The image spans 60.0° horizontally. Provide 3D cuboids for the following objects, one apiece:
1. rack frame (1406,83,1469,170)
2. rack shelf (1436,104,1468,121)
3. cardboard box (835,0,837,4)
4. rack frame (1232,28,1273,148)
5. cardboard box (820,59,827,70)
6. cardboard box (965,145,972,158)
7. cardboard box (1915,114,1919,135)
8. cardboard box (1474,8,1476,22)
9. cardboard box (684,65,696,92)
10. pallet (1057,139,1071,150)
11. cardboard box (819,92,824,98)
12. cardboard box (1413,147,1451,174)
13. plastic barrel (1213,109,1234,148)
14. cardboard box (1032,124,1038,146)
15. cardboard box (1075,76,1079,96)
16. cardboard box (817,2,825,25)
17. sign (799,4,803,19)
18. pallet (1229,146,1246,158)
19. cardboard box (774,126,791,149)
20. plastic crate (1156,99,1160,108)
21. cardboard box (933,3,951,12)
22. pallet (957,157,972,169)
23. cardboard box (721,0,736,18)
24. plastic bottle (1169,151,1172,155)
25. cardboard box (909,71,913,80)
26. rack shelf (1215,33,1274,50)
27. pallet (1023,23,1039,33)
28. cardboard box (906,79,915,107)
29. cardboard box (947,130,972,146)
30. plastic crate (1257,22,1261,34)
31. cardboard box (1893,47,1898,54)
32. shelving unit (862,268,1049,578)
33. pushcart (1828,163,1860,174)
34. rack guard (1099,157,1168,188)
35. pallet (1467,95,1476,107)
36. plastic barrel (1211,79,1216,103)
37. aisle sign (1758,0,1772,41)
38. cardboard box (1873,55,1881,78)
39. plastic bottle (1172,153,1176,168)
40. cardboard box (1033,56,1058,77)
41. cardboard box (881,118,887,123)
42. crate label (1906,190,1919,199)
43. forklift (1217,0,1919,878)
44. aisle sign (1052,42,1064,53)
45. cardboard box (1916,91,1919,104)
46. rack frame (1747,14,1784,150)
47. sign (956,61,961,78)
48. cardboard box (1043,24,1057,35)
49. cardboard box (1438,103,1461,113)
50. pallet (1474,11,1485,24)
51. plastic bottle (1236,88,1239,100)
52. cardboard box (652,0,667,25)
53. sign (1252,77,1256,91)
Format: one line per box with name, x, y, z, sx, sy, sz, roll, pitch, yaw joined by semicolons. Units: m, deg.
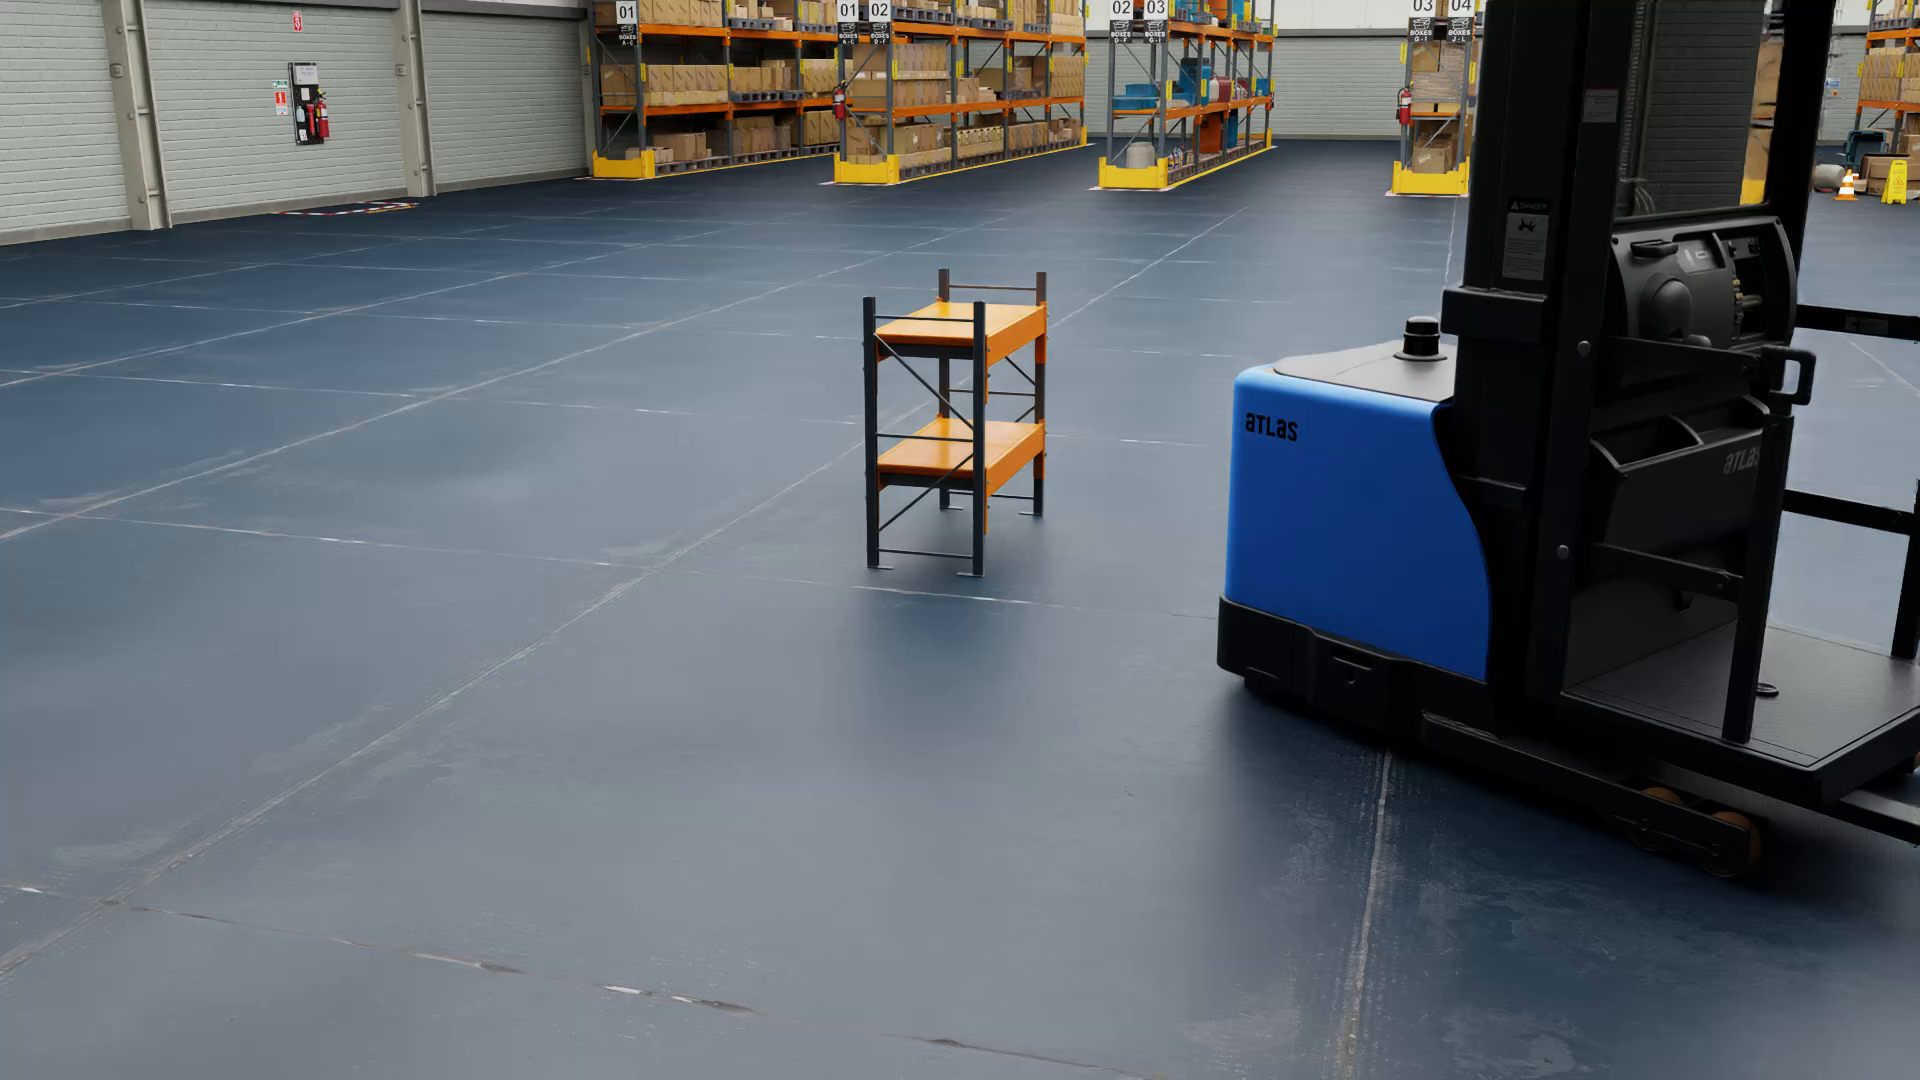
rack frame;8.936;-8.269;30.984;1.000;3.000;0.127;5;16;16
rack shelf;9.505;-8.446;32.927;1.077;0.370;4.000;5;16;16
cardboard box;-3.063;-13.697;42.572;0.500;0.500;0.500;4;16;15
rack frame;7.598;-11.792;43.407;1.000;3.000;0.127;5;16;16
cardboard box;-3.508;-11.400;39.884;0.500;0.250;0.500;5;17;16
cardboard box;-0.062;-8.137;34.790;0.500;0.250;0.500;5;17;17
cardboard box;20.362;-8.368;34.458;0.875;0.875;0.875;5;17;17
cardboard box;9.057;-9.500;30.104;0.500;0.250;0.500;5;17;18
cardboard box;-5.586;-9.174;33.039;0.500;0.500;0.500;5;17;18
pallet;2.254;-10.289;43.218;1.003;0.211;1.213;5;16;16
cardboard box;-3.520;-10.763;40.203;0.380;0.149;0.250;5;17;17
cardboard box;7.993;-6.384;28.150;0.500;0.500;0.500;8;18;26
plastic barrel;6.089;-9.612;38.796;0.600;0.901;0.708;5;16;16
cardboard box;1.556;-9.729;39.907;0.500;0.500;0.500;5;17;17
cardboard box;2.839;-11.951;43.784;0.500;0.500;0.500;5;17;16
cardboard box;-3.693;-12.718;40.186;0.700;0.500;0.500;5;16;16
sign;-3.655;-12.117;38.107;0.100;0.325;0.005;5;16;16
pallet;6.202;-9.206;39.398;1.003;0.211;1.213;5;16;16
cardboard box;-4.329;-9.284;38.339;0.700;0.500;0.500;5;17;17
plastic crate;3.531;-8.218;31.193;0.450;0.188;0.662;5;16;16
cardboard box;-0.376;-10.771;33.816;0.500;0.250;0.500;6;17;22
pallet;-0.388;-7.892;34.767;1.003;0.211;1.213;5;16;16
cardboard box;-5.079;-11.251;35.049;0.500;0.500;0.500;7;17;24
plastic bottle;3.982;-7.198;31.381;0.061;0.283;0.133;5;16;16
cardboard box;-1.087;-8.708;31.160;0.380;0.149;0.250;4;16;14
rack shelf;7.029;-12.366;41.251;1.077;0.370;4.000;5;16;16
pallet;1.169;-12.047;39.152;1.213;0.211;1.003;5;16;16
cardboard box;-1.261;-8.428;31.362;0.700;0.500;0.500;5;17;16
cardboard box;-0.057;-8.406;34.711;0.500;0.311;0.500;4;16;15
plastic crate;7.077;-12.430;40.397;0.497;0.269;0.590;5;16;16
cardboard box;20.844;-10.801;36.707;0.380;0.149;0.250;4;16;15
shelving unit;0.002;-0.543;7.182;0.538;1.125;1.048;5;16;16
pushcart;16.238;-6.402;29.210;1.648;0.377;0.936;-1;16;-3
rack guard;3.027;-6.427;29.073;1.175;0.500;0.348;5;16;16
pallet;9.293;-8.365;31.676;1.003;0.211;1.213;5;16;16
plastic barrel;5.117;-9.357;34.617;0.421;0.512;0.421;0;16;0
aisle sign;12.219;-8.066;25.508;0.394;0.787;0.004;5;16;16
cardboard box;21.160;-10.794;37.873;0.500;0.500;0.500;4;16;15
plastic bottle;3.947;-7.019;30.751;0.061;0.283;0.133;5;17;17
cardboard box;2.117;-11.761;41.283;0.500;0.500;0.500;5;17;17
cardboard box;-2.288;-11.107;44.801;0.700;0.500;0.500;4;16;14
crate label;15.190;-5.497;26.457;0.250;0.136;0.298;-4;16;-13
forklift;2.183;-0.697;4.415;1.130;2.935;3.031;-13;20;-37
aisle sign;2.588;-13.469;44.553;0.394;0.787;0.004;5;16;16
cardboard box;19.876;-9.028;33.936;0.500;0.250;0.500;4;16;15
rack frame;12.526;-6.811;25.846;1.000;3.000;0.127;5;16;16
sign;-0.028;-9.450;33.417;0.100;0.325;0.005;5;16;16
cardboard box;2.088;-12.610;41.067;0.500;0.250;0.500;5;16;16
cardboard box;8.109;-7.157;27.527;0.380;0.149;0.250;5;16;16
pallet;9.214;-9.775;31.141;1.213;0.211;1.003;5;16;16
plastic bottle;6.308;-10.234;38.143;0.152;0.276;0.135;5;16;16
cardboard box;-5.926;-10.081;31.658;0.500;0.500;0.500;6;17;20
sign;6.988;-10.836;39.528;0.100;0.325;0.005;5;16;16
